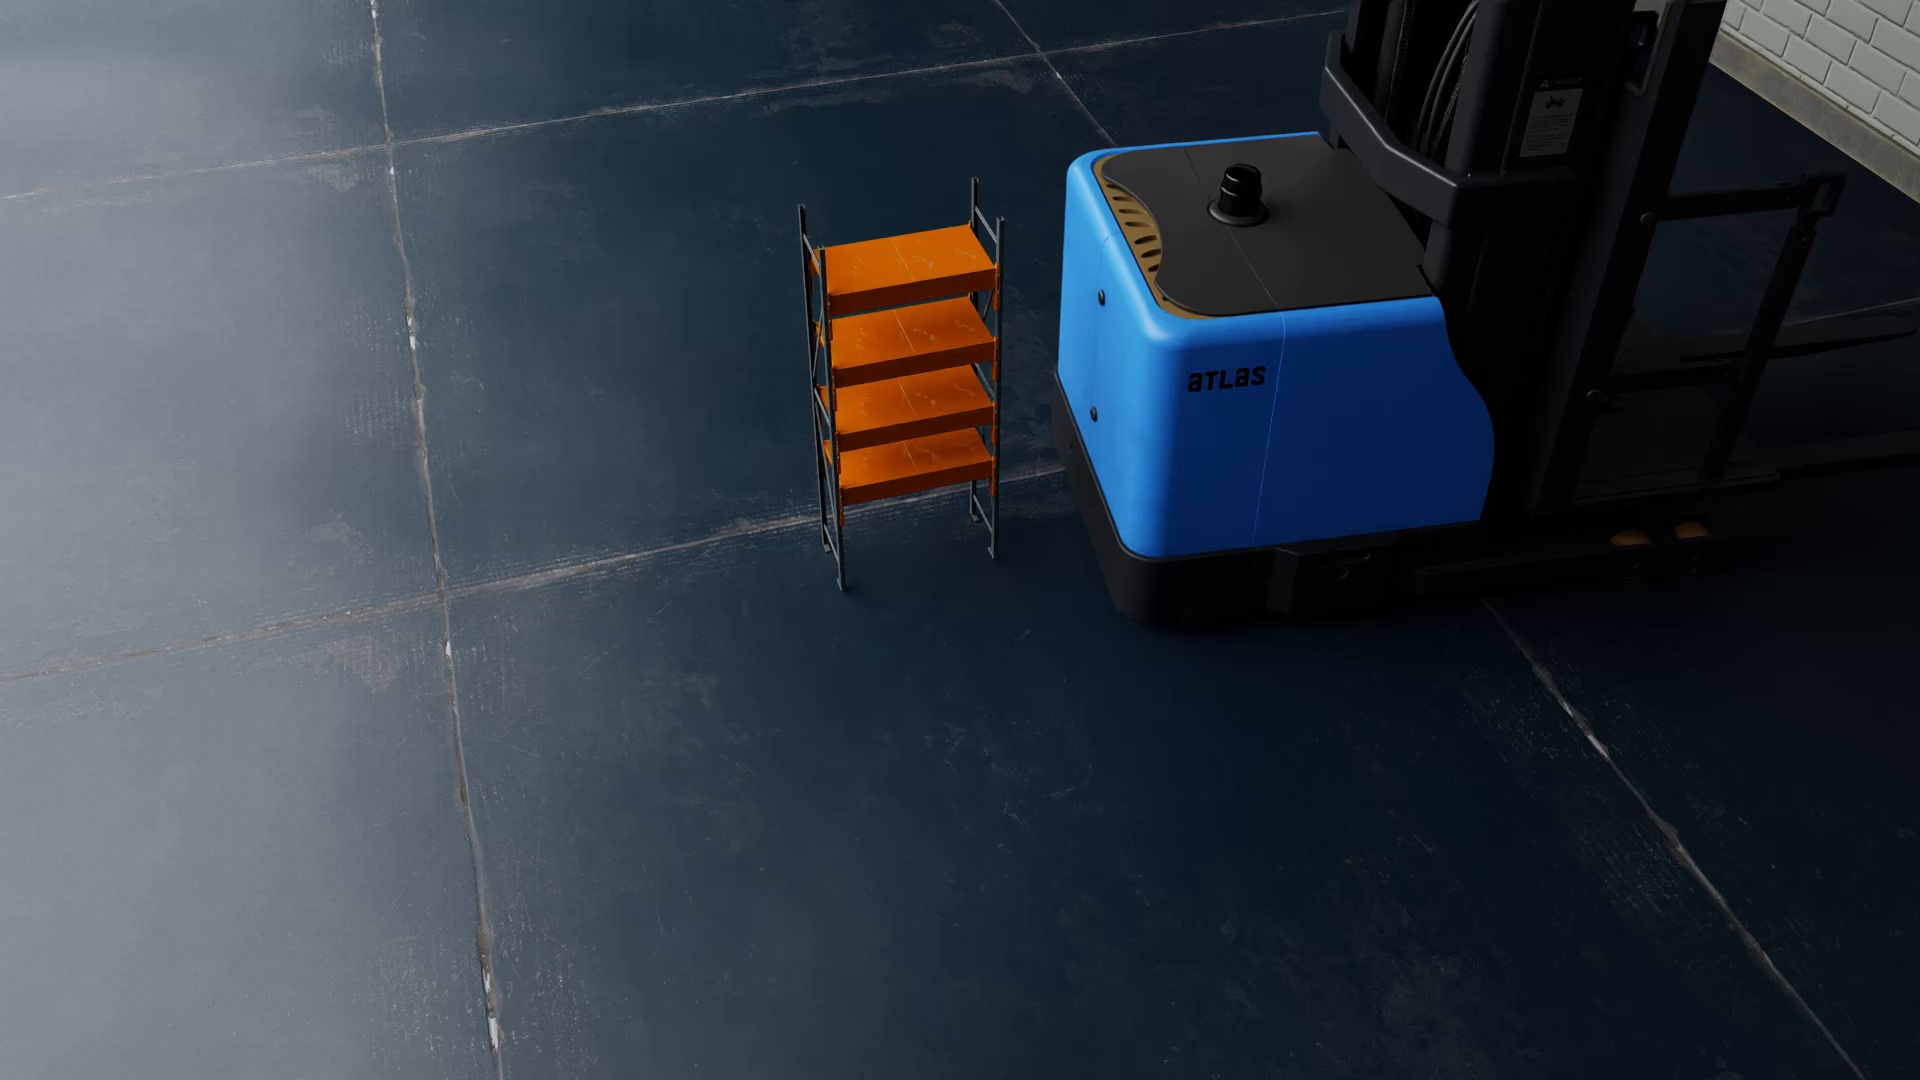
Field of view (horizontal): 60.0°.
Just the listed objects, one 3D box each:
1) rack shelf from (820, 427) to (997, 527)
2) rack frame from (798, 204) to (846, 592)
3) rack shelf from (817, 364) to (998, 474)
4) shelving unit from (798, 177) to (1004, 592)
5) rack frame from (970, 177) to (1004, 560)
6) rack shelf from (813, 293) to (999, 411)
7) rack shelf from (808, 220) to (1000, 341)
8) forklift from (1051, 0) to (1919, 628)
[{"bbox_3d":[-0.158,-0.219,4.993,0.480,0.148,0.258,-12,42,-13],"label":"rack shelf"},{"bbox_3d":[-0.391,-0.371,4.763,0.015,1.200,0.240,-12,42,-13],"label":"rack frame"},{"bbox_3d":[-0.158,-0.368,4.862,0.480,0.148,0.258,-12,42,-13],"label":"rack shelf"},{"bbox_3d":[-0.158,-0.419,4.818,0.503,1.200,0.258,-12,42,-13],"label":"shelving unit"},{"bbox_3d":[0.075,-0.467,4.873,0.015,1.200,0.240,-12,42,-13],"label":"rack frame"},{"bbox_3d":[-0.158,-0.537,4.715,0.480,0.148,0.258,-12,42,-13],"label":"rack shelf"},{"bbox_3d":[-0.158,-0.715,4.559,0.480,0.148,0.258,-12,42,-13],"label":"rack shelf"},{"bbox_3d":[1.871,-1.311,4.522,3.031,2.935,1.130,-7,42,-8],"label":"forklift"}]
